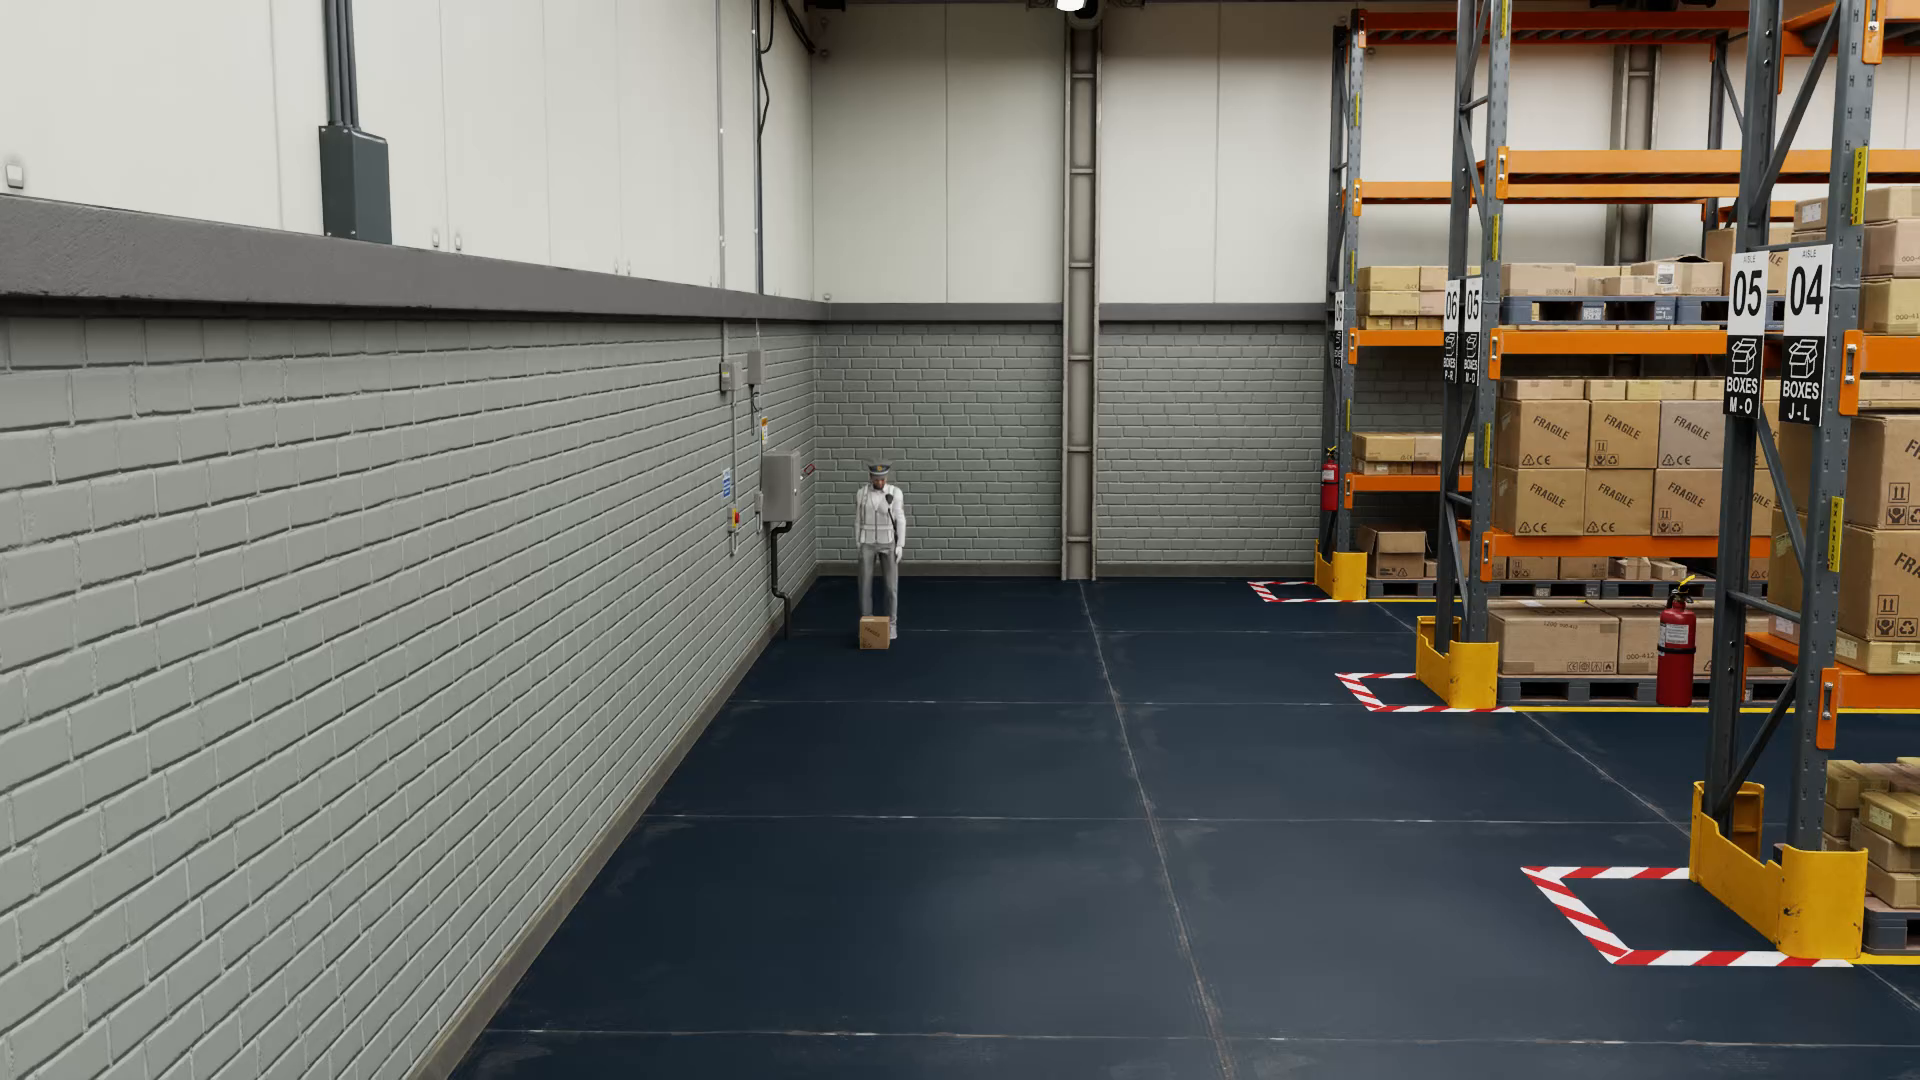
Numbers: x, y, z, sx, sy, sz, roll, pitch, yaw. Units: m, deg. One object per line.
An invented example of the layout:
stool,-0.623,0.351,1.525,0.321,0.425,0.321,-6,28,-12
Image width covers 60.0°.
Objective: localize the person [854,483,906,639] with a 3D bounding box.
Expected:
person,-0.732,0.214,15.260,0.479,1.381,0.328,0,7,2
